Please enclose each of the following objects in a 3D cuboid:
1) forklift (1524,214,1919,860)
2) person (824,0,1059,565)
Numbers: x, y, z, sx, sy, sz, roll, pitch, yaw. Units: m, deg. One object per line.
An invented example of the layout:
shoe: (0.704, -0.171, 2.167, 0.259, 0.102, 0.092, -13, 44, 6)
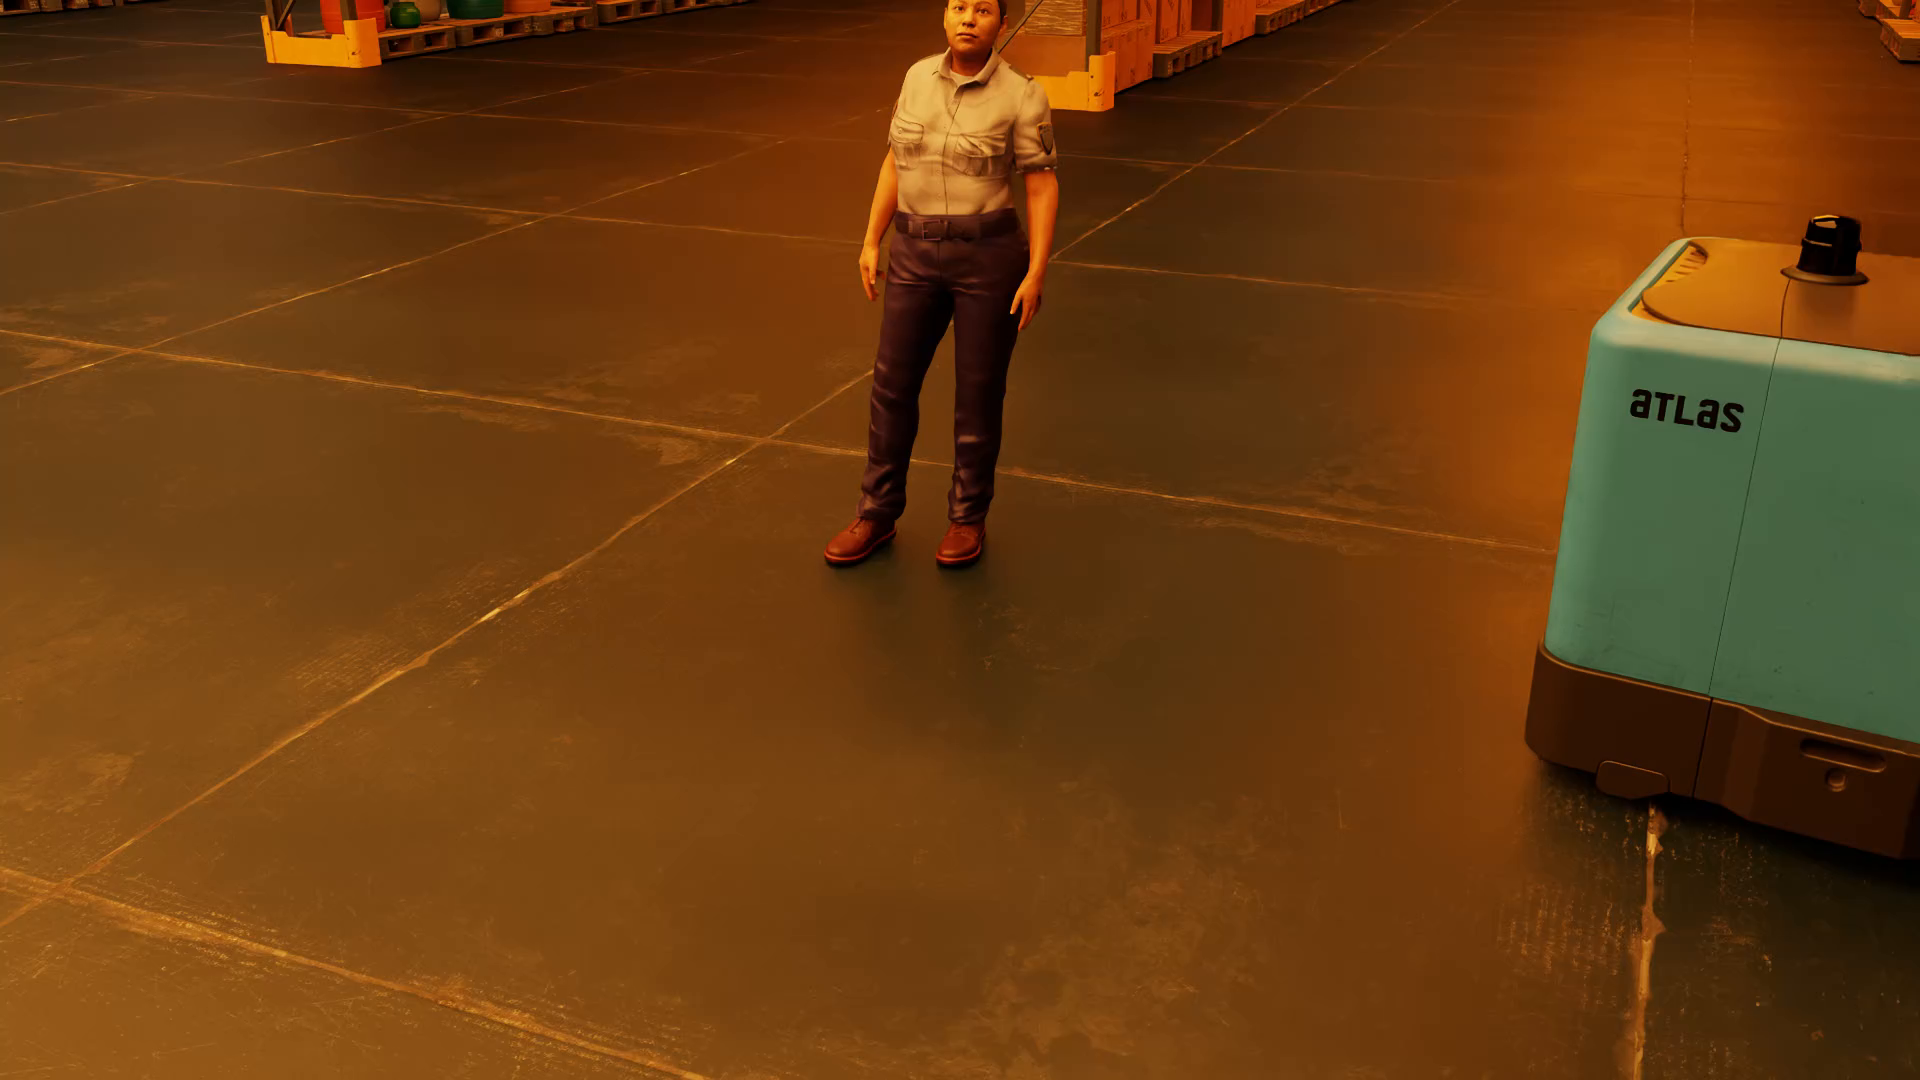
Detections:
forklift: (2.819, -0.677, 2.913, 3.031, 2.935, 1.130, 13, 26, 28)
person: (-0.056, -0.737, 4.704, 0.598, 1.651, 0.502, 9, 24, 21)
